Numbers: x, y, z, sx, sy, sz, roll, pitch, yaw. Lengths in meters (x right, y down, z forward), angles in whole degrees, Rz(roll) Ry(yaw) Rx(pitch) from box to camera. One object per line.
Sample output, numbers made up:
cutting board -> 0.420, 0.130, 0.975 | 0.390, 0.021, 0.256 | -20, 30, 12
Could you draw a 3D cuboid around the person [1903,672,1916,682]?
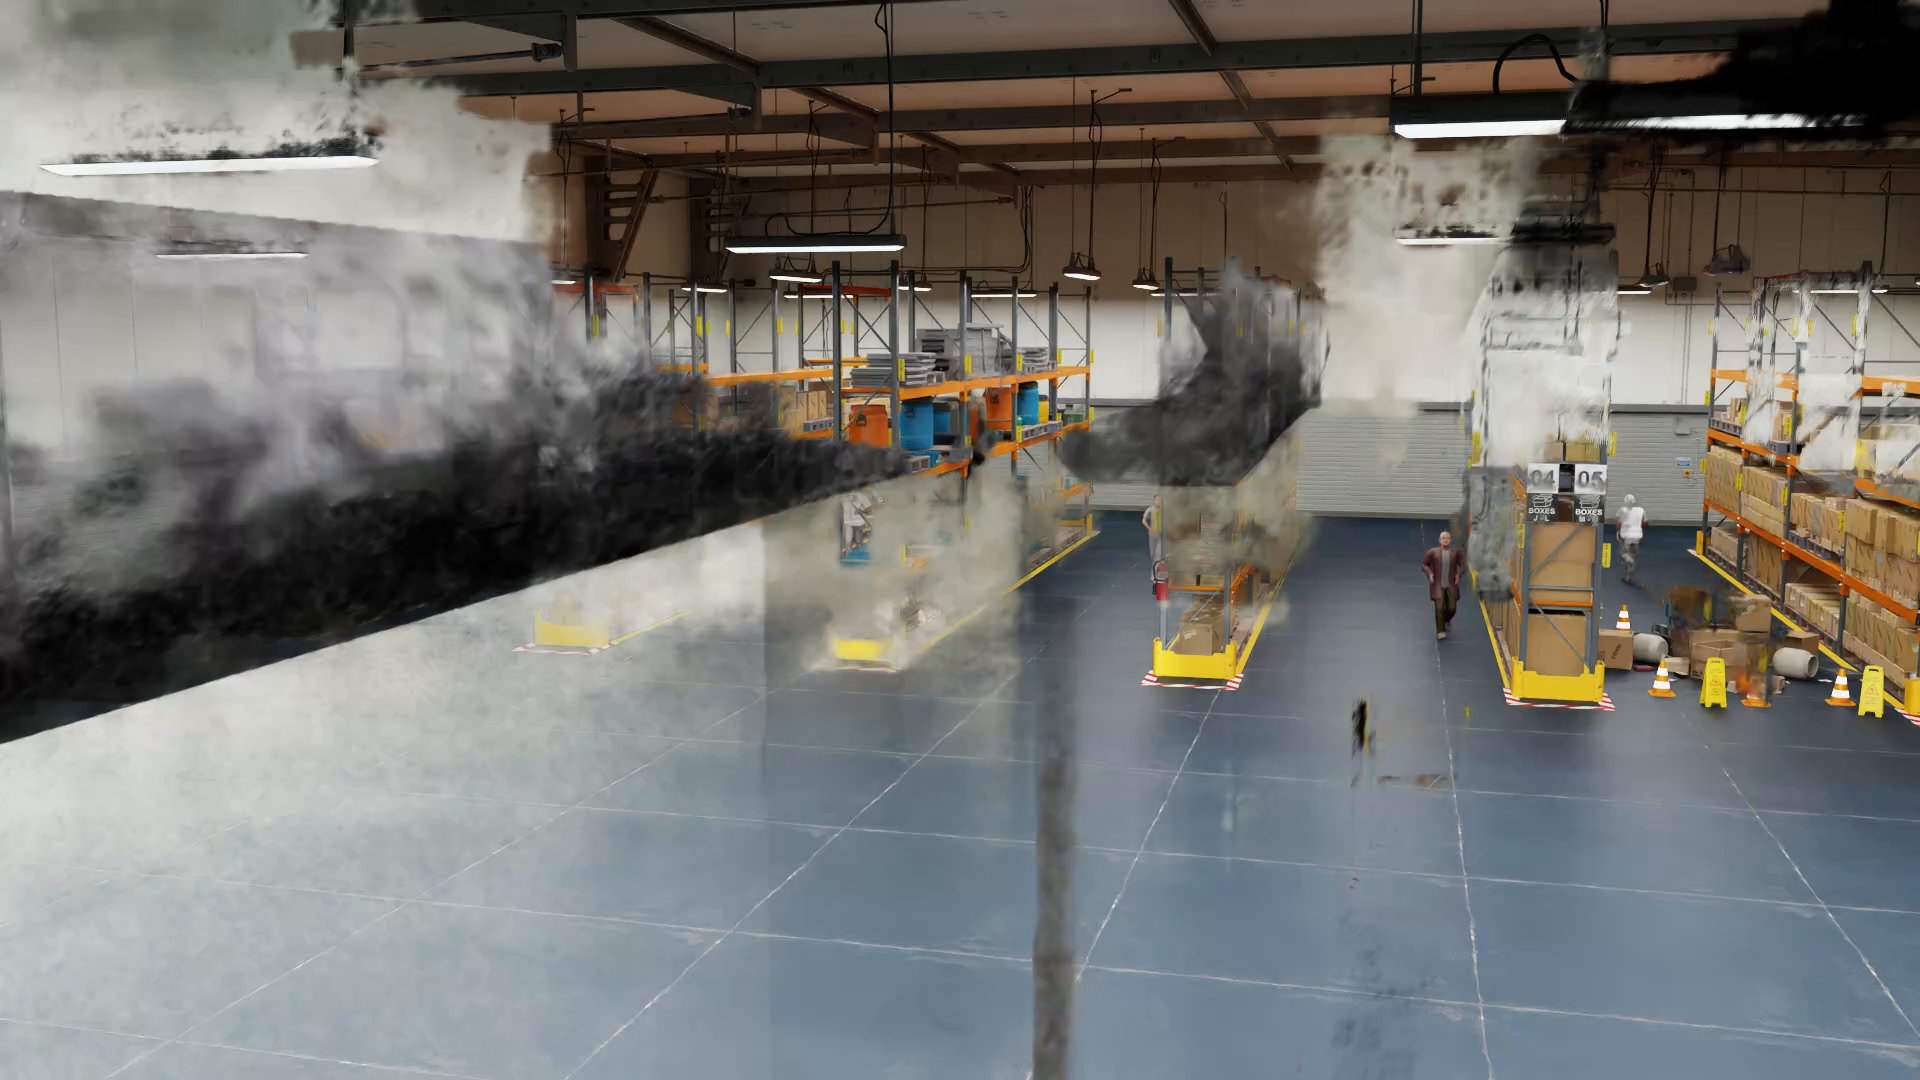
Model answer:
person -> -2.090, -0.288, 32.859 | 0.685, 1.792, 0.862 | 2, 7, 12
